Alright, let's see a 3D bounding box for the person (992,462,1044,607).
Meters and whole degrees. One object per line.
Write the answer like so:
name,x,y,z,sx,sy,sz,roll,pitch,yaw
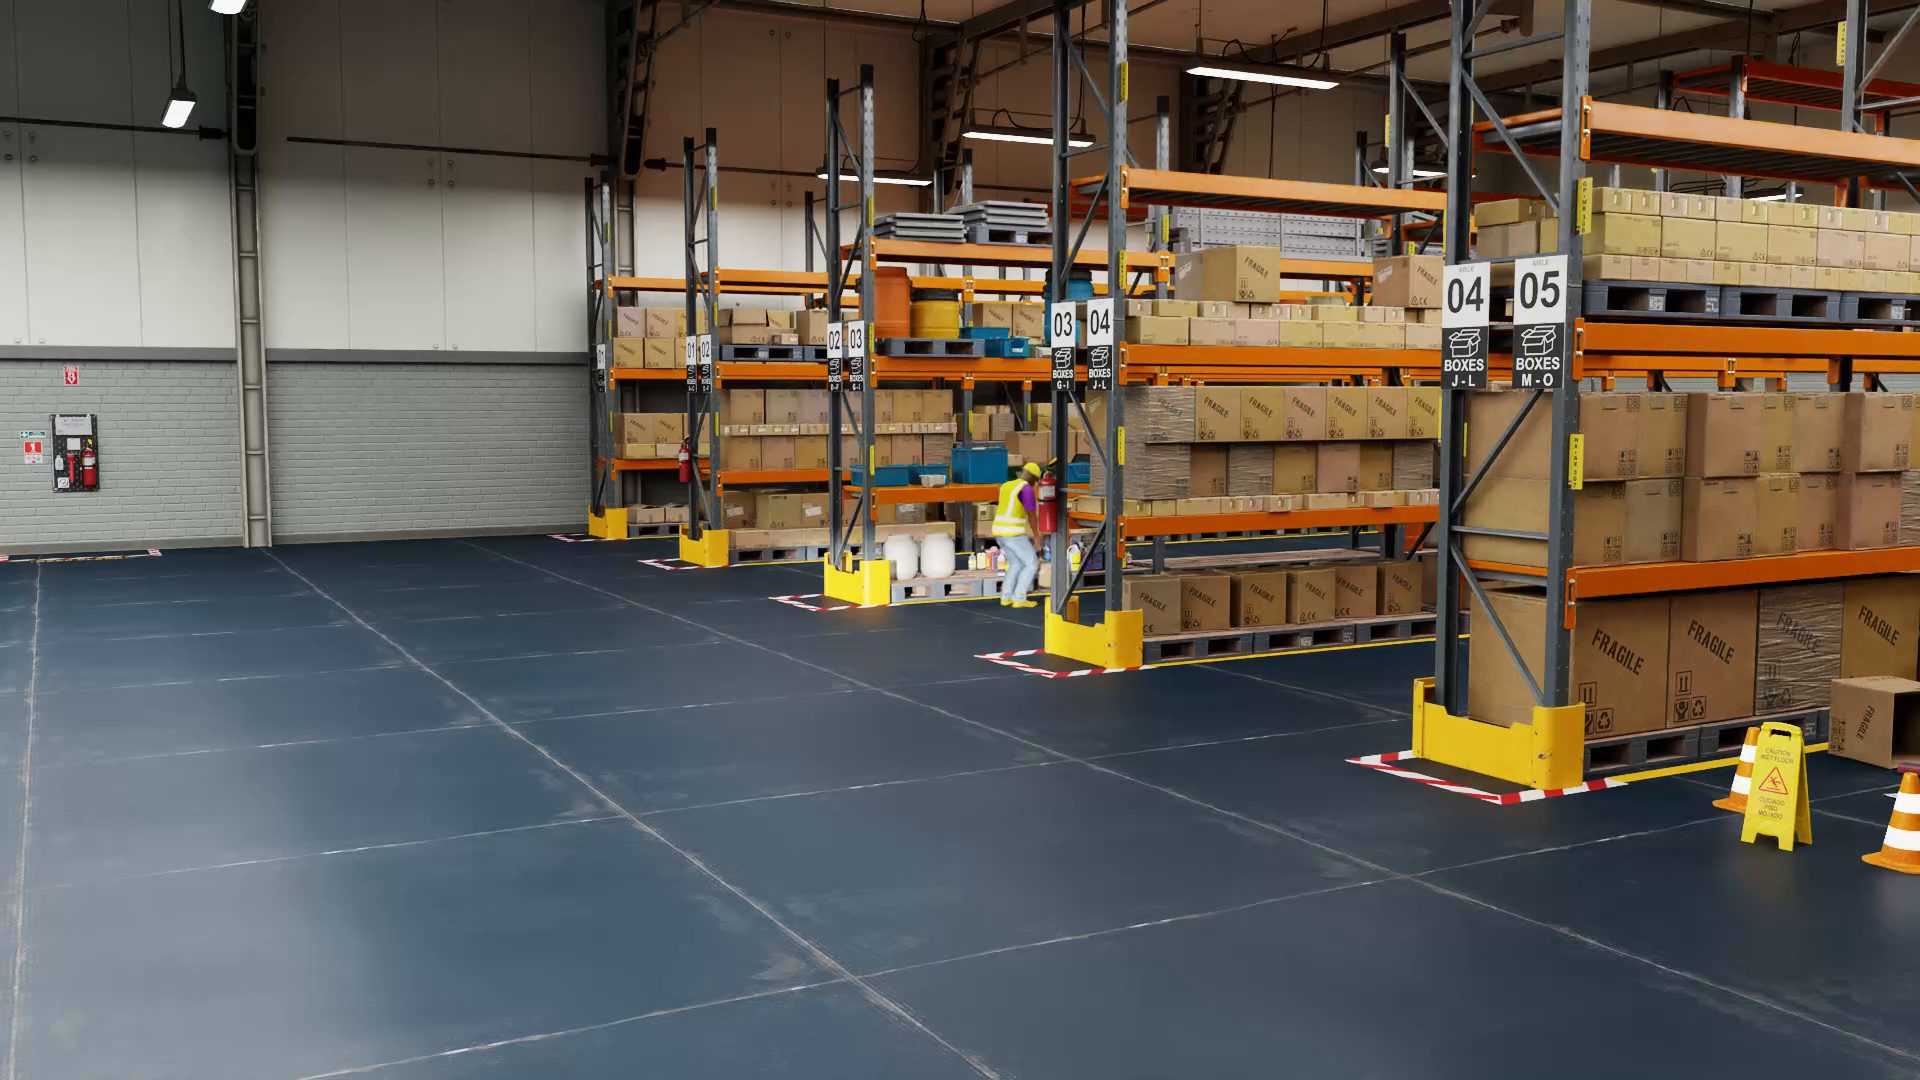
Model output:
person,0.657,-0.065,18.762,0.599,1.614,0.616,-3,6,-28
